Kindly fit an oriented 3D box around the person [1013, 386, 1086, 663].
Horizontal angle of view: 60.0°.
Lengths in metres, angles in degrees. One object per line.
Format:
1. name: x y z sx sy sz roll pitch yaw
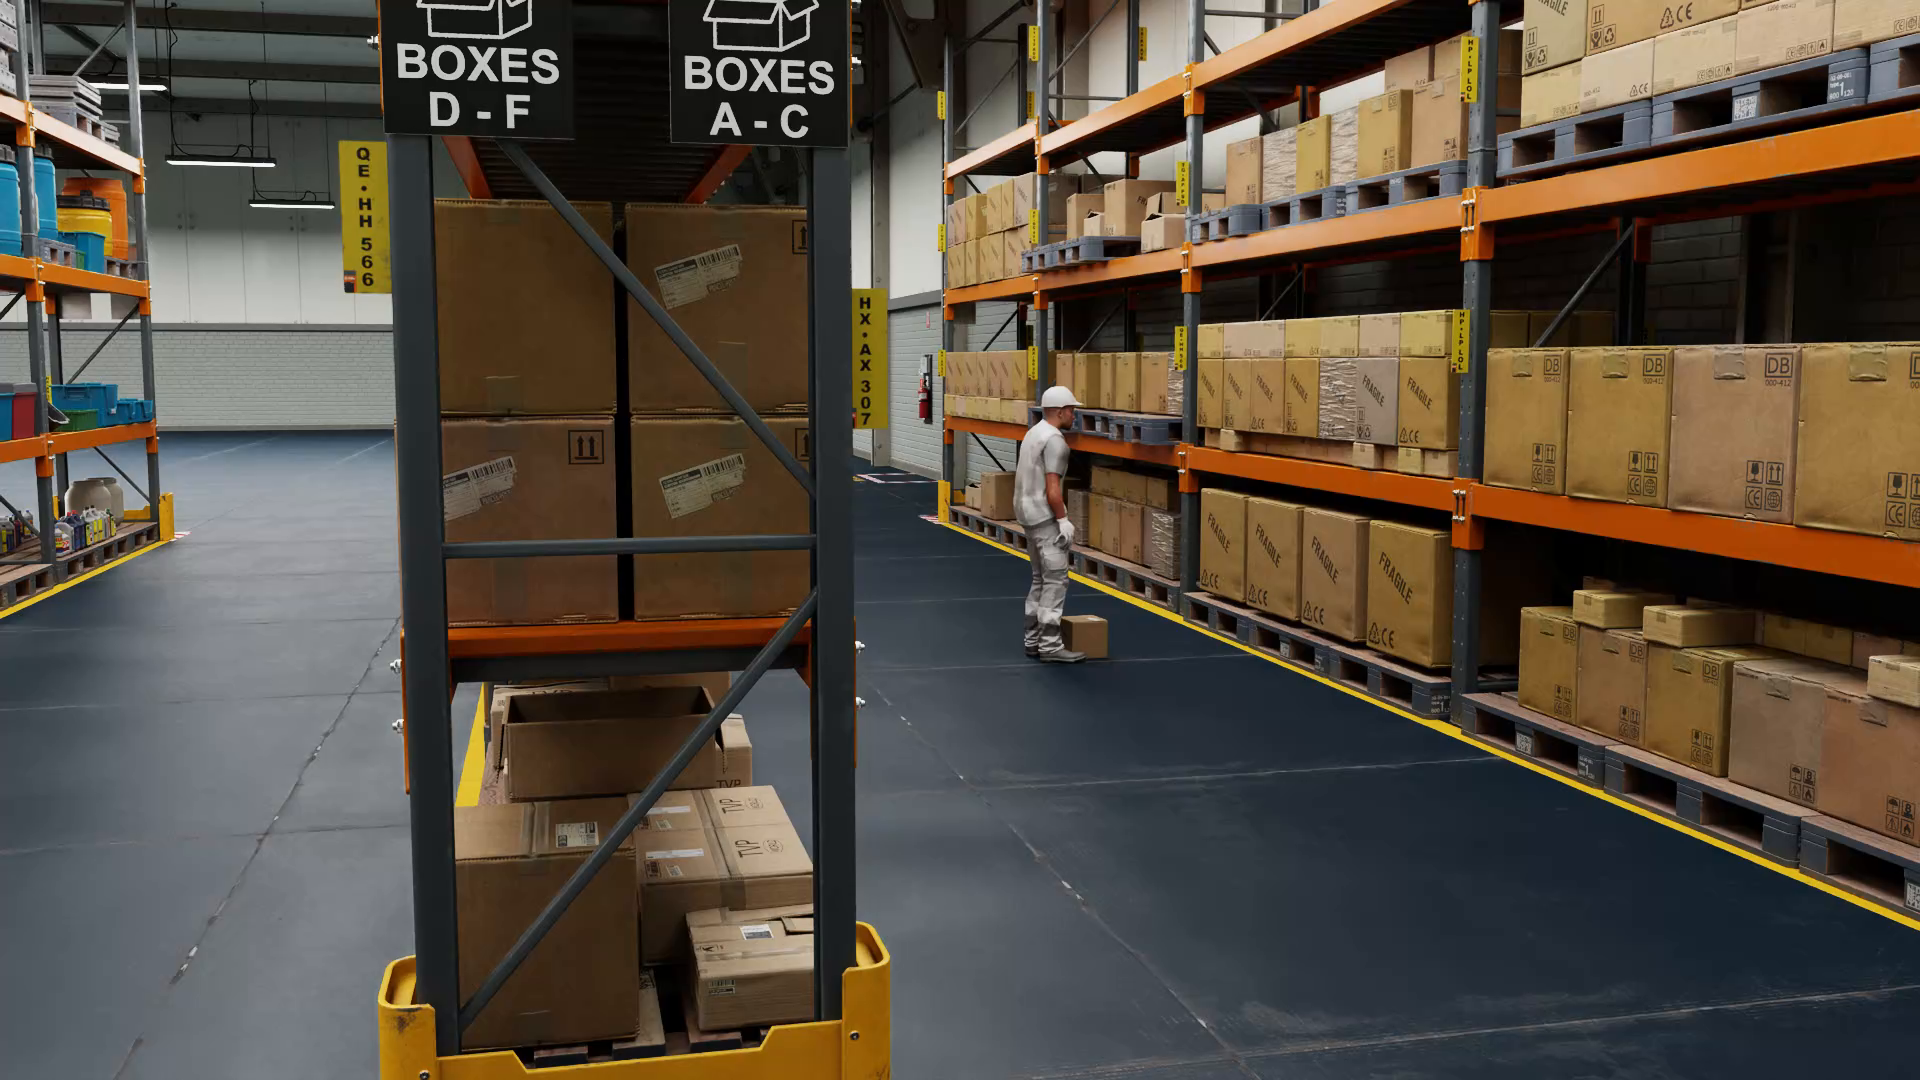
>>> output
1. person: 0.590 -0.110 10.863 0.448 1.780 0.609 -1 6 -13
